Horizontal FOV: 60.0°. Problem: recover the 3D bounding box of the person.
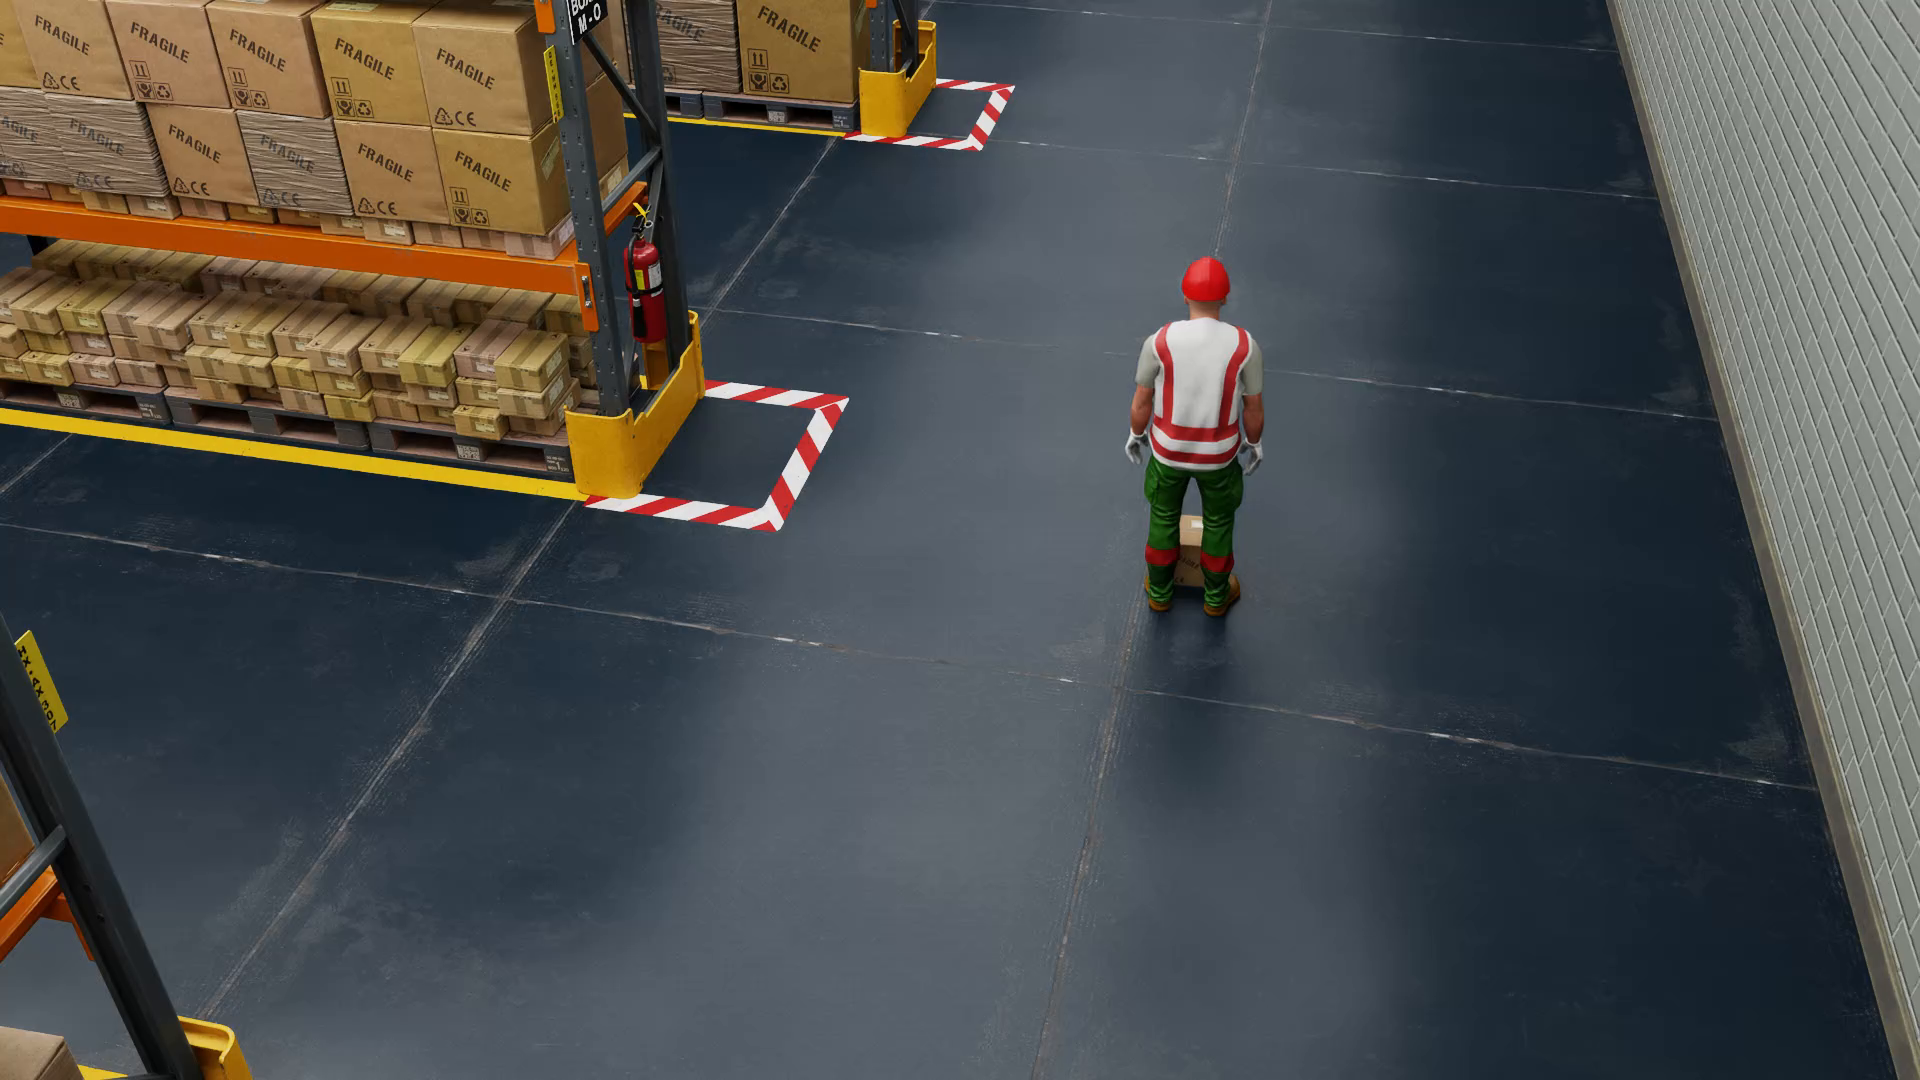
[{"bbox_3d":[1.067,-0.435,7.546,0.623,1.780,0.450,6,37,8],"label":"person"}]
